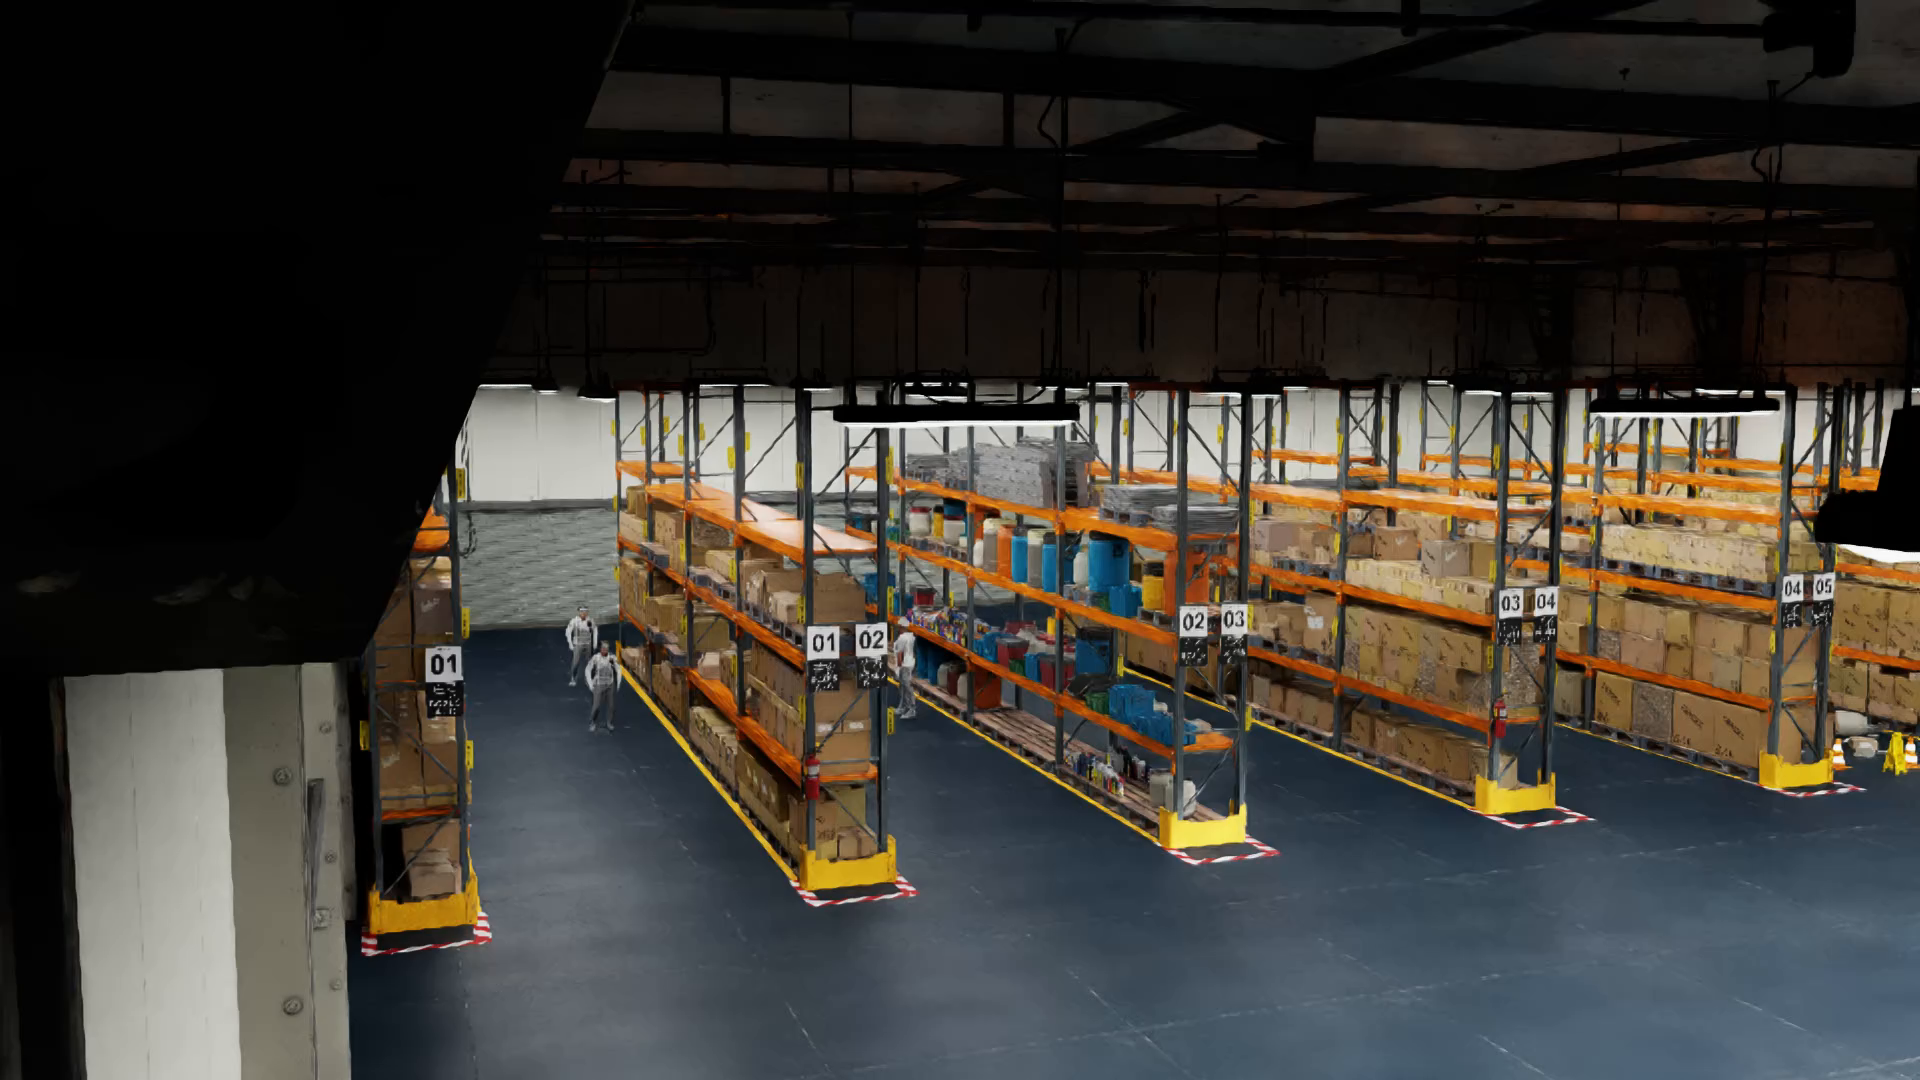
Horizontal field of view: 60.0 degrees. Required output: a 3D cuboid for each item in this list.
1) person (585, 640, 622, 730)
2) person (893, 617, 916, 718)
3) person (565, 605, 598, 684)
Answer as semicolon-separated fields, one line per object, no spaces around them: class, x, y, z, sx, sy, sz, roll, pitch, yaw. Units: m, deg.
person;-6.149;2.494;28.723;0.639;1.632;0.506;-2;6;-20
person;-1.036;2.270;29.910;0.577;1.783;0.662;1;6;10
person;-7.454;2.060;32.823;0.639;1.632;0.506;-2;6;-21
